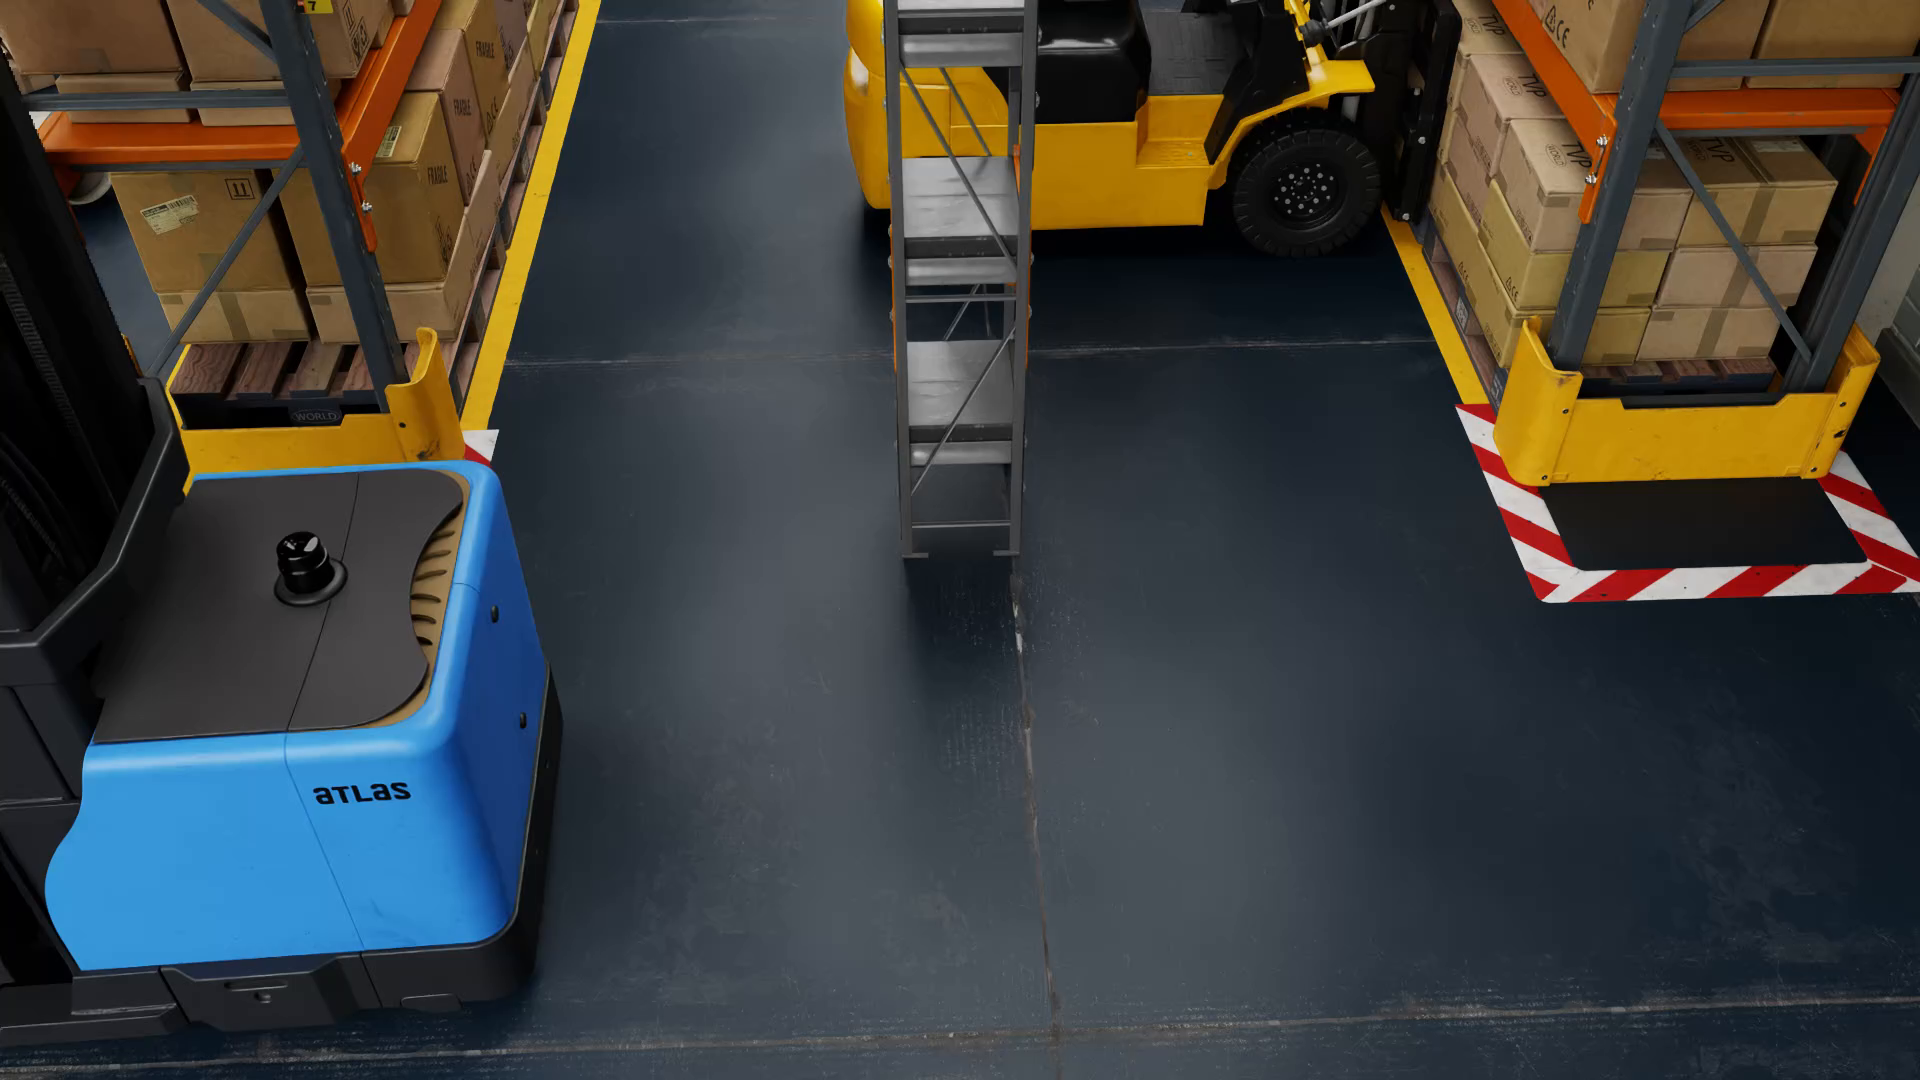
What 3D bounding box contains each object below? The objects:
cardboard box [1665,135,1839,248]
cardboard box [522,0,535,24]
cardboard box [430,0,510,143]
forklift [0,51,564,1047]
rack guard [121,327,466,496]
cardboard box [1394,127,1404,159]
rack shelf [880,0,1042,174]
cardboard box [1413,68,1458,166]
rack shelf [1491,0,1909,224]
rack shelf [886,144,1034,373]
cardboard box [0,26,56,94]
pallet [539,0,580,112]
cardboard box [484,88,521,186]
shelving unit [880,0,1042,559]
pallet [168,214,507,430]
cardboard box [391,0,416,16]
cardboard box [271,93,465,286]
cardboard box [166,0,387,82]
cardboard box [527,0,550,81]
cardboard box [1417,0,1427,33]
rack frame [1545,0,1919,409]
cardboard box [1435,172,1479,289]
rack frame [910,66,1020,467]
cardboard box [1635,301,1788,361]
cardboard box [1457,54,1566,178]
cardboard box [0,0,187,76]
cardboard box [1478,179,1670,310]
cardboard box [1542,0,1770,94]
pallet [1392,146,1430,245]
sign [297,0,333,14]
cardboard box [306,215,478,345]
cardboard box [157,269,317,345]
[{"bbox_3d":[2.732,-1.286,5.917,0.500,0.250,0.500,-2,43,-2],"label":"cardboard box"},{"bbox_3d":[-2.249,-2.684,7.628,0.500,0.500,0.500,-1,43,-1],"label":"cardboard box"},{"bbox_3d":[-2.195,-1.979,6.858,0.500,0.500,0.500,-1,43,-1],"label":"cardboard box"},{"bbox_3d":[-2.674,-0.101,3.691,3.031,2.935,1.130,-3,43,-4],"label":"forklift"},{"bbox_3d":[-2.399,-0.431,5.850,1.175,0.500,0.348,-2,43,-2],"label":"rack guard"},{"bbox_3d":[2.160,-1.920,7.348,0.500,0.250,0.500,0,43,0],"label":"cardboard box"},{"bbox_3d":[-0.007,-1.392,4.699,0.431,0.518,0.480,-2,43,-2],"label":"rack shelf"},{"bbox_3d":[2.177,-1.778,6.824,0.500,0.250,0.500,-3,43,-3],"label":"cardboard box"},{"bbox_3d":[2.479,-2.531,6.824,1.077,0.370,4.000,-2,43,-2],"label":"rack shelf"},{"bbox_3d":[-0.007,-0.876,5.172,0.431,0.518,0.480,-2,43,-2],"label":"rack shelf"},{"bbox_3d":[-4.675,-2.382,8.152,0.258,0.266,0.396,-32,51,-30],"label":"cardboard box"},{"bbox_3d":[-2.501,-2.521,8.345,1.003,0.211,1.213,-2,43,-2],"label":"pallet"},{"bbox_3d":[-2.203,-1.708,7.117,0.500,0.250,0.500,1,43,1],"label":"cardboard box"},{"bbox_3d":[-0.007,-0.886,5.162,0.431,2.100,0.503,-2,43,-2],"label":"shelving unit"},{"bbox_3d":[-2.398,-0.874,6.547,1.003,0.211,1.213,-2,43,-2],"label":"pallet"},{"bbox_3d":[-2.123,-1.968,5.863,0.380,0.149,0.250,-1,43,-1],"label":"cardboard box"},{"bbox_3d":[-2.155,-1.287,6.104,0.500,0.500,0.500,-3,43,-3],"label":"cardboard box"},{"bbox_3d":[-2.138,-1.776,5.173,0.500,0.500,0.500,-2,43,-2],"label":"cardboard box"},{"bbox_3d":[-2.239,-2.392,7.864,0.500,0.250,0.500,-3,43,-3],"label":"cardboard box"},{"bbox_3d":[2.160,-2.285,7.007,0.500,0.250,0.500,-2,43,-3],"label":"cardboard box"},{"bbox_3d":[2.564,-1.446,5.108,1.000,3.000,0.127,-2,43,-2],"label":"rack frame"},{"bbox_3d":[2.217,-1.232,6.598,0.500,0.250,0.500,-2,43,-2],"label":"cardboard box"},{"bbox_3d":[-0.017,-1.051,5.342,0.400,2.100,0.015,-2,43,-2],"label":"rack frame"},{"bbox_3d":[2.738,-0.925,6.263,0.500,0.250,0.500,-1,43,-2],"label":"cardboard box"},{"bbox_3d":[2.205,-1.603,6.263,0.500,0.250,0.500,-1,43,-1],"label":"cardboard box"},{"bbox_3d":[-2.694,-1.806,5.207,0.500,0.500,0.500,-2,43,-3],"label":"cardboard box"},{"bbox_3d":[2.231,-1.091,6.075,0.500,0.250,0.500,-2,43,-2],"label":"cardboard box"},{"bbox_3d":[2.280,-1.808,5.428,0.500,0.500,0.500,-3,43,-3],"label":"cardboard box"},{"bbox_3d":[2.441,-1.755,7.508,1.003,0.211,1.213,-2,43,-2],"label":"pallet"},{"bbox_3d":[-1.853,-1.636,4.674,0.100,0.325,0.005,-2,43,-2],"label":"sign"},{"bbox_3d":[-2.153,-0.995,6.340,0.500,0.250,0.500,-2,43,-2],"label":"cardboard box"},{"bbox_3d":[-2.699,-0.997,6.342,0.500,0.250,0.500,-2,43,-2],"label":"cardboard box"}]
